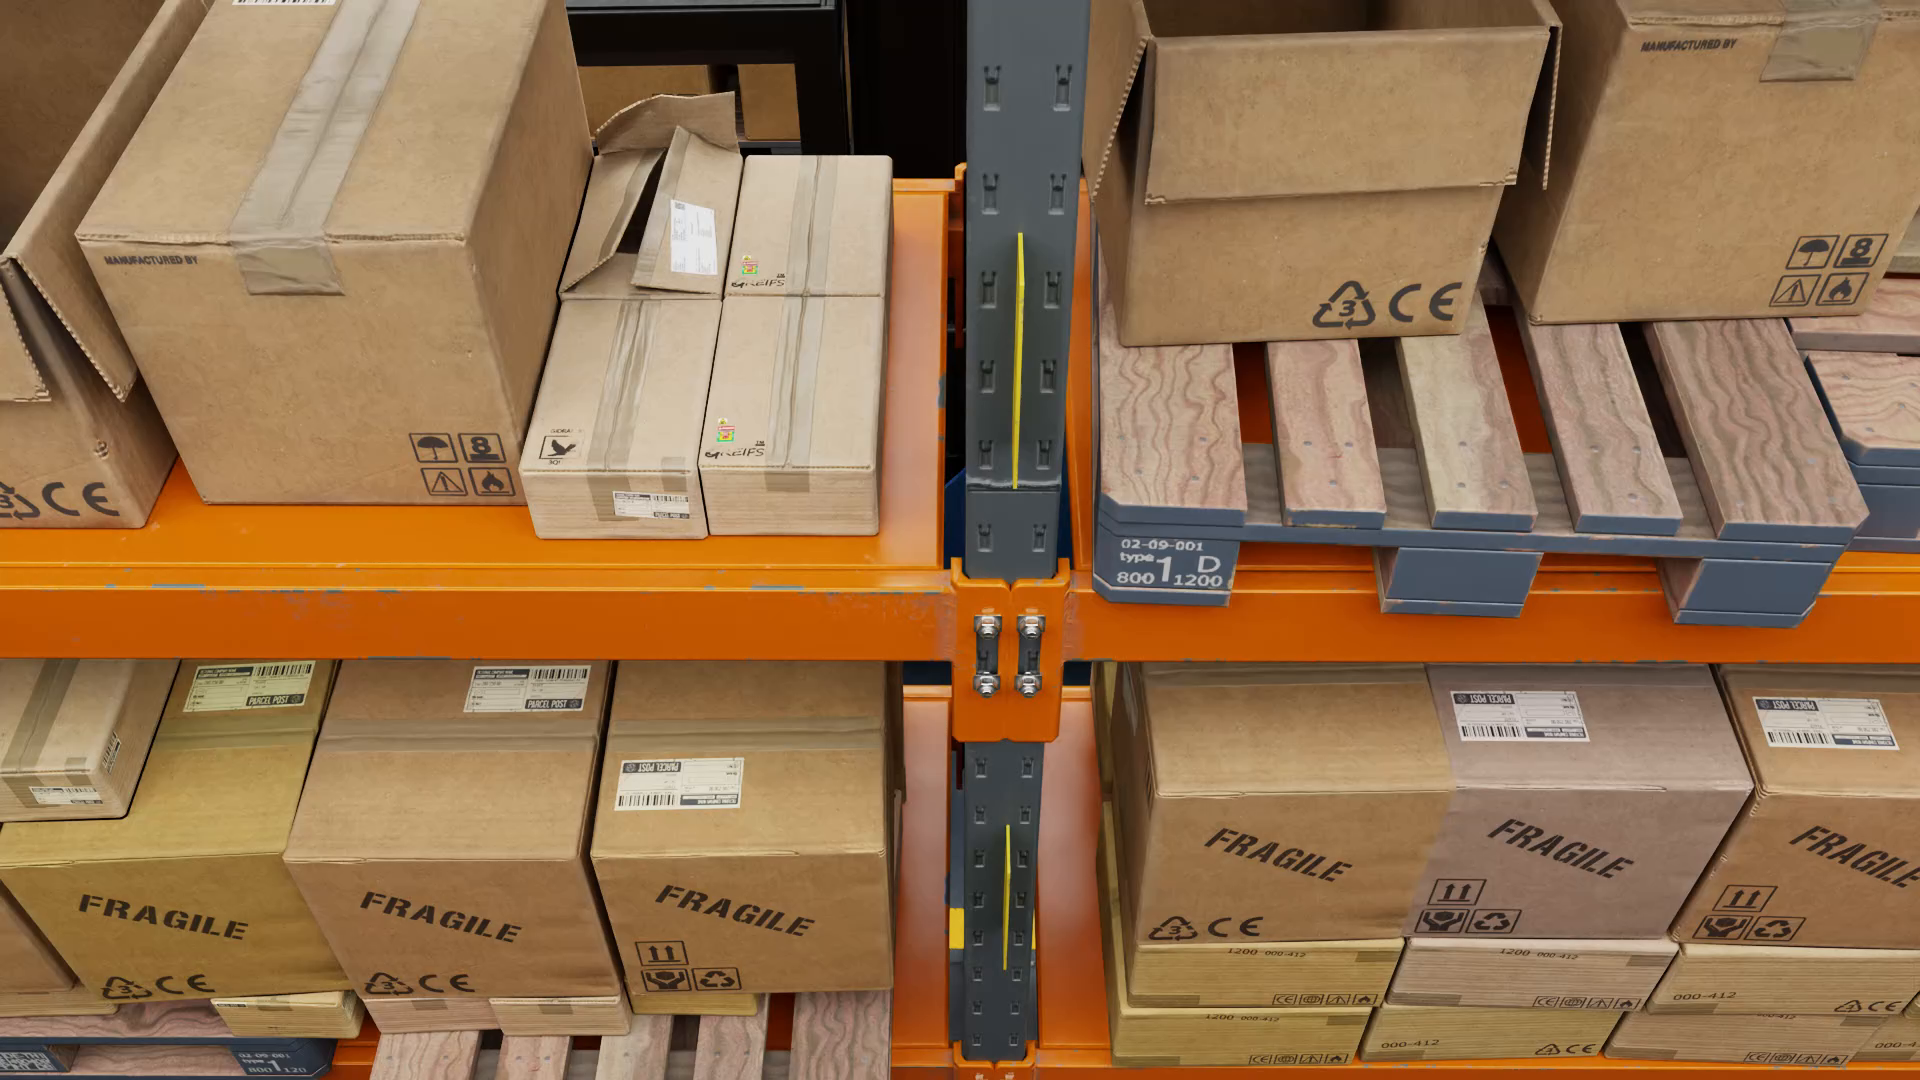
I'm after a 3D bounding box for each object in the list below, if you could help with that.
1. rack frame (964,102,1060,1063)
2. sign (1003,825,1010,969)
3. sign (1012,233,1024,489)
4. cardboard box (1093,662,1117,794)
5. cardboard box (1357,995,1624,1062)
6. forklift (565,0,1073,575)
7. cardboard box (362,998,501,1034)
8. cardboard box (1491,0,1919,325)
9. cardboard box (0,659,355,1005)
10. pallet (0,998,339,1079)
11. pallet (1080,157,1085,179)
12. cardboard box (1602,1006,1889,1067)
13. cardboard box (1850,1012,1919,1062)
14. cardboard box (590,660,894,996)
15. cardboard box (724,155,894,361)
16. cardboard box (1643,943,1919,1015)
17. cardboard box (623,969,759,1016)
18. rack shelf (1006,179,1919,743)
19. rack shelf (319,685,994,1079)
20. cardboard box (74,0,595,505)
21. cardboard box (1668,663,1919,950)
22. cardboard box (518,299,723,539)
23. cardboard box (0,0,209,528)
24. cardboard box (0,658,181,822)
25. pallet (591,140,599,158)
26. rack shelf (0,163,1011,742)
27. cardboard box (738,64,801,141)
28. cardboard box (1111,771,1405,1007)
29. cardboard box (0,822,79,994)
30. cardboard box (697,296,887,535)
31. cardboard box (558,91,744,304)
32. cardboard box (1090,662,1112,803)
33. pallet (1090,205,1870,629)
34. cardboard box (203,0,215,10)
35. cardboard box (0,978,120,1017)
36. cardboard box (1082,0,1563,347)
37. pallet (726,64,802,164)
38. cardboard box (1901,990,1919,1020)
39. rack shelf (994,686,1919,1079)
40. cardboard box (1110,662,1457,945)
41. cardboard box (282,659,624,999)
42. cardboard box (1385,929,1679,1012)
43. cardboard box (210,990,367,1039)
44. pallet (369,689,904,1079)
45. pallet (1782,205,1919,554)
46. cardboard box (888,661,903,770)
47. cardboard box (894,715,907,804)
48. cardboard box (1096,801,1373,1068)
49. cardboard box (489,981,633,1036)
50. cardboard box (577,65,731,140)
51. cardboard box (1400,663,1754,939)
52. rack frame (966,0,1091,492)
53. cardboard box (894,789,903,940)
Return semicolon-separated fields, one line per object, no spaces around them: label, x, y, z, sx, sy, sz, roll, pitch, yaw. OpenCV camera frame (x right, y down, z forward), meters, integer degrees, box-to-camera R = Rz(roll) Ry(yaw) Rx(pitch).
rack frame;0.073;0.592;3.650;0.127;3.000;1.000;0;47;0
sign;0.080;0.621;2.885;0.005;0.325;0.100;0;47;0
sign;0.069;-0.209;1.993;0.005;0.325;0.100;0;47;0
cardboard box;0.558;0.288;3.694;0.500;0.250;0.500;0;47;0
cardboard box;1.075;0.817;3.543;0.500;0.250;0.500;-1;47;-1
forklift;-0.630;-0.986;5.166;3.031;2.935;1.130;-1;47;-1
cardboard box;-1.028;0.783;3.356;0.250;0.149;0.380;-2;47;-2
cardboard box;1.064;-0.744;2.489;0.500;0.500;0.700;-2;47;-2
cardboard box;-1.404;0.522;3.157;0.500;0.500;0.500;-3;47;-3
pallet;-1.907;0.682;3.697;1.213;0.211;1.003;0;47;0
pallet;0.772;-2.079;8.041;1.213;0.211;1.003;0;47;0
cardboard box;1.600;0.822;3.538;0.500;0.250;0.500;2;47;1
cardboard box;2.093;0.821;3.539;0.500;0.250;0.500;0;47;0
cardboard box;-0.383;0.515;3.163;0.500;0.500;0.500;-1;47;-1
cardboard box;-0.241;-0.470;2.761;0.250;0.149;0.380;0;47;0
cardboard box;1.594;0.667;3.341;0.500;0.250;0.500;0;47;0
cardboard box;-0.524;0.758;3.380;0.250;0.149;0.380;1;47;1
rack shelf;2.073;-0.180;2.810;4.000;0.370;1.077;0;47;0
rack shelf;-1.927;0.831;3.918;4.000;0.370;1.077;0;47;0
cardboard box;-0.875;-0.474;2.525;0.500;0.500;0.700;0;47;0
cardboard box;1.579;0.404;3.073;0.500;0.500;0.500;1;47;1
cardboard box;-0.491;-0.187;2.497;0.250;0.149;0.380;0;47;0
cardboard box;-1.452;-0.449;2.499;0.637;0.503;0.797;0;47;0
cardboard box;-1.564;0.294;2.925;0.250;0.149;0.380;-2;47;-2
pallet;-2.015;-2.145;8.102;1.213;0.211;1.003;0;47;0
rack shelf;-1.927;-0.191;2.820;4.000;0.370;1.077;0;47;0
cardboard box;-0.618;-2.476;7.755;0.750;0.750;1.050;0;47;0
cardboard box;0.579;0.655;3.352;0.500;0.250;0.500;0;47;0
cardboard box;-1.950;0.519;3.159;0.500;0.500;0.500;-2;47;-1
cardboard box;-0.243;-0.192;2.502;0.250;0.149;0.380;0;47;0
cardboard box;-0.497;-0.511;2.719;0.258;0.266;0.396;0;47;0
cardboard box;0.580;0.454;3.881;0.500;0.250;0.500;-1;47;-1
pallet;0.717;-0.403;2.656;1.003;0.211;1.213;2;47;2
cardboard box;-3.389;-2.484;7.762;0.750;0.750;1.050;0;47;0
cardboard box;-1.805;0.759;3.379;0.250;0.149;0.380;-1;47;-1
cardboard box;0.451;-0.718;2.462;0.637;0.503;0.797;-2;47;-2
pallet;-0.798;-2.139;8.097;1.213;0.211;1.003;0;47;0
cardboard box;2.101;0.678;3.330;0.500;0.250;0.500;1;47;1
rack shelf;2.073;0.842;3.908;4.000;0.370;1.077;0;47;0
cardboard box;0.565;0.397;3.080;0.500;0.500;0.500;-1;47;-1
cardboard box;-0.900;0.522;3.156;0.500;0.500;0.500;-1;47;0
cardboard box;1.096;0.657;3.350;0.500;0.250;0.500;1;47;1
cardboard box;-1.303;0.793;3.348;0.250;0.149;0.380;1;47;1
pallet;-0.640;0.733;3.649;1.003;0.211;1.213;0;47;0
pallet;1.835;-0.402;2.655;1.213;0.211;1.003;2;47;2
cardboard box;-0.376;0.143;3.510;0.500;0.500;0.500;-1;47;-1
cardboard box;-0.251;0.397;3.716;0.250;0.149;0.380;-2;47;-2
cardboard box;0.561;0.828;3.532;0.500;0.250;0.500;-1;47;-1
cardboard box;-0.776;0.790;3.350;0.250;0.149;0.380;0;47;0
cardboard box;-1.492;-2.476;7.755;0.750;0.750;1.050;1;47;1
cardboard box;1.061;0.392;3.085;0.500;0.500;0.500;0;47;0
rack frame;0.073;-1.452;1.454;0.127;3.000;1.000;0;47;0
cardboard box;-0.256;0.706;3.429;0.250;0.149;0.380;2;47;2
